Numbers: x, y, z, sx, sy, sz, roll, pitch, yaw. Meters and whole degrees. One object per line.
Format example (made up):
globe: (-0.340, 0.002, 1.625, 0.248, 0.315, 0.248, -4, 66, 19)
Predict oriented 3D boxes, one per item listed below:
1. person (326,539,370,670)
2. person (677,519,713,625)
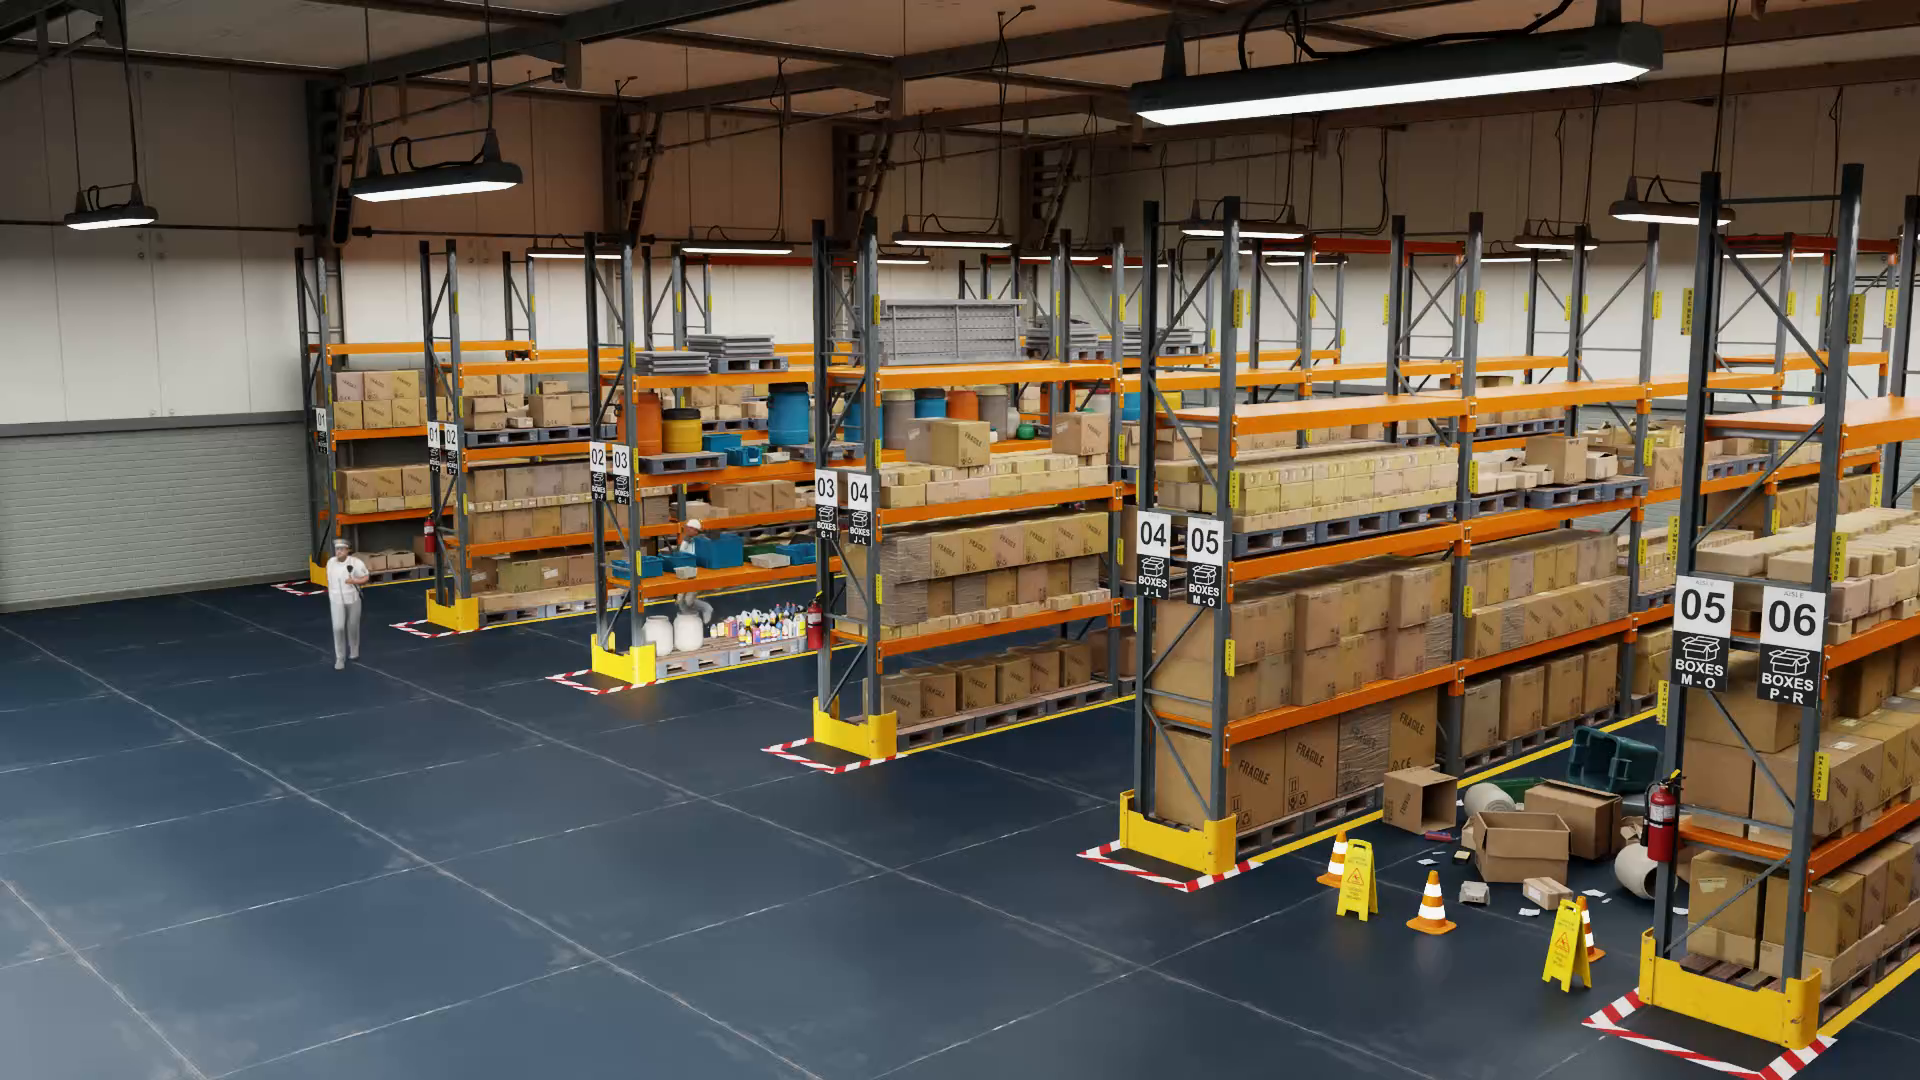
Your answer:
person: (-8.610, 0.882, 23.407, 0.630, 1.848, 0.814, -2, 9, -11)
person: (-4.136, 0.537, 25.650, 0.657, 1.720, 0.611, 6, 10, 36)
